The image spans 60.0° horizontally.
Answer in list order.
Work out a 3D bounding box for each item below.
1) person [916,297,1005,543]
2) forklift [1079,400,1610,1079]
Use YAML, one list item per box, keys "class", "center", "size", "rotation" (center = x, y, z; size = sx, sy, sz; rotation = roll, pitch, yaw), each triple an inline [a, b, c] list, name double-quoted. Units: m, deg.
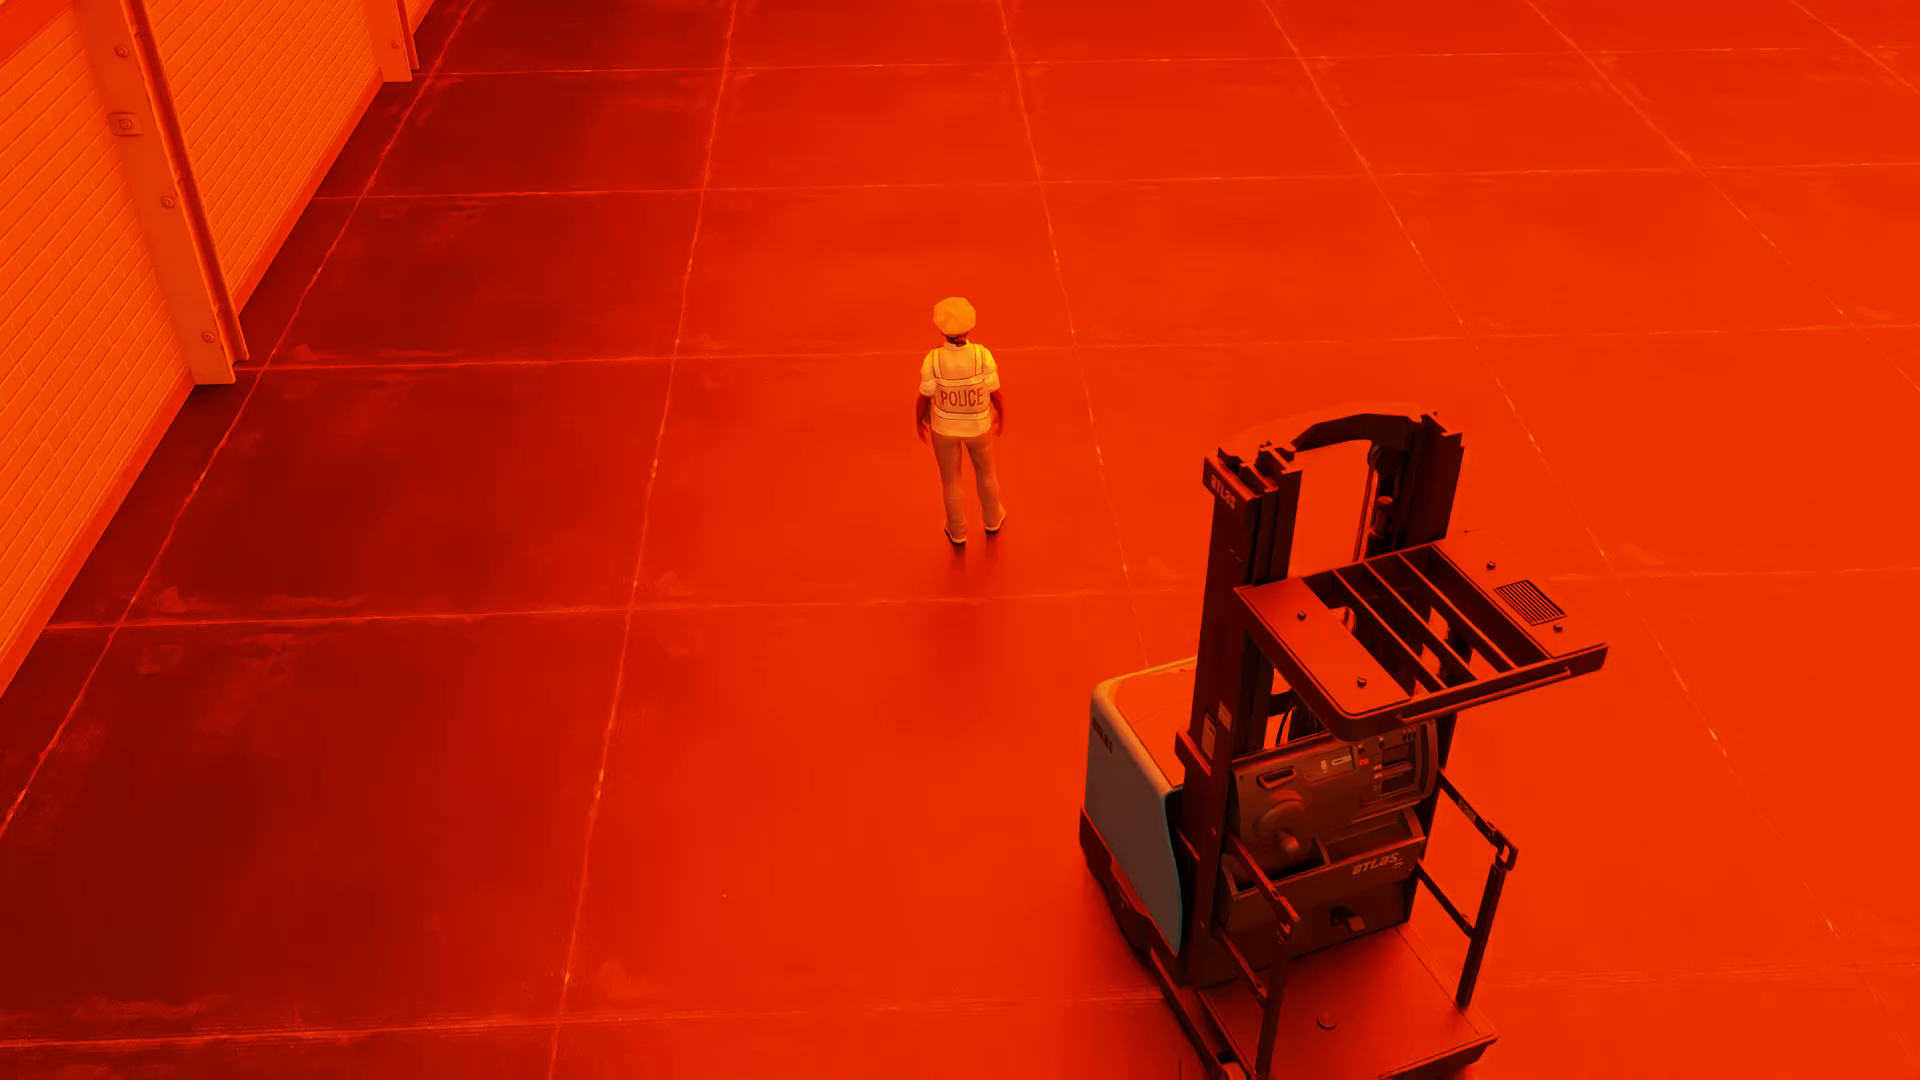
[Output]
- class: "person"
  center: [0.016, -0.735, 10.059]
  size: [0.569, 1.693, 0.528]
  rotation: [-2, 36, -2]
- class: "forklift"
  center: [1.606, 1.055, 6.563]
  size: [1.130, 2.935, 3.031]
  rotation: [-13, 38, -17]
